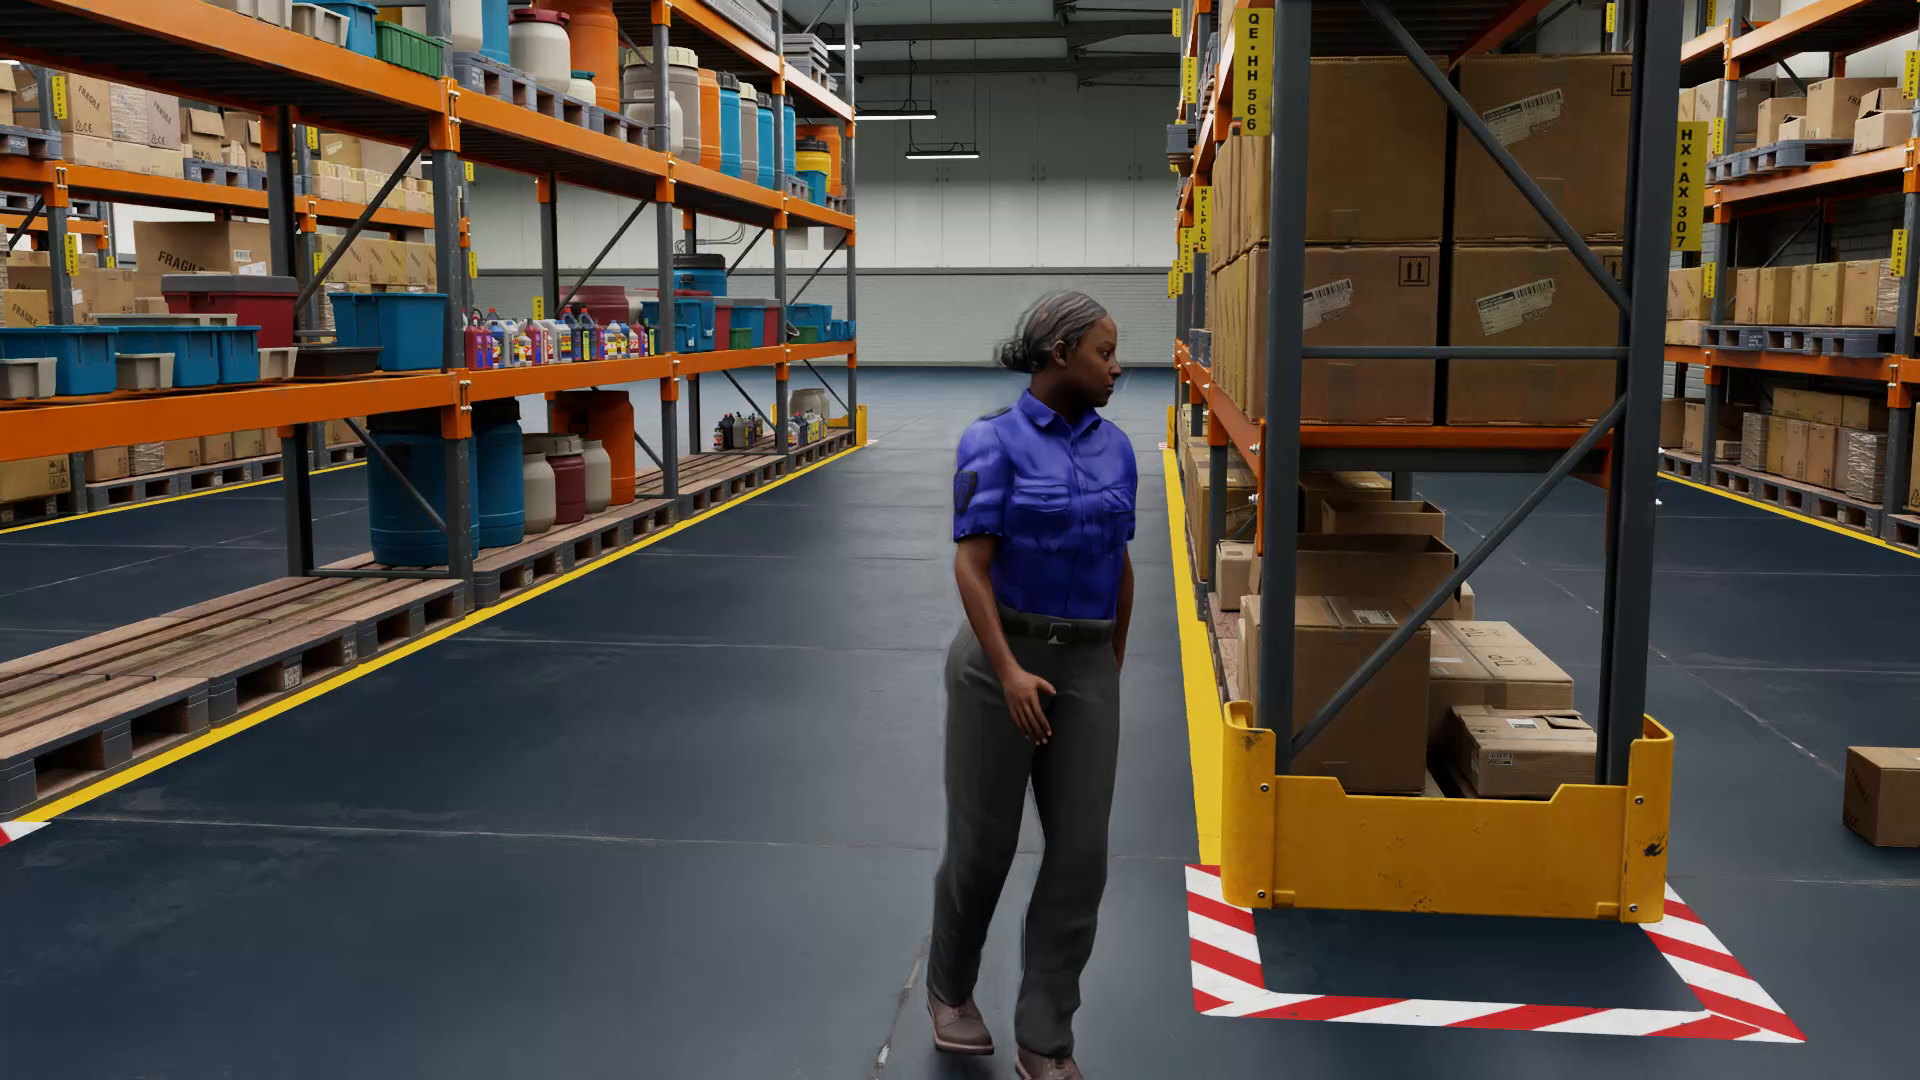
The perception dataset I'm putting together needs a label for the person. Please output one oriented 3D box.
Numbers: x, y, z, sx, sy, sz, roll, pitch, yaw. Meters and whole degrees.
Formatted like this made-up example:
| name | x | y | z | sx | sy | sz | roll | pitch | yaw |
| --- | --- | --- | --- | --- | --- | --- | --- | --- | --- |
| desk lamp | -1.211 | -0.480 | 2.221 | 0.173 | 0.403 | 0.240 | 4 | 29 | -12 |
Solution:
| name | x | y | z | sx | sy | sz | roll | pitch | yaw |
| --- | --- | --- | --- | --- | --- | --- | --- | --- | --- |
| person | 0.206 | 0.318 | 3.465 | 0.478 | 1.663 | 0.571 | -4 | 8 | -25 |
